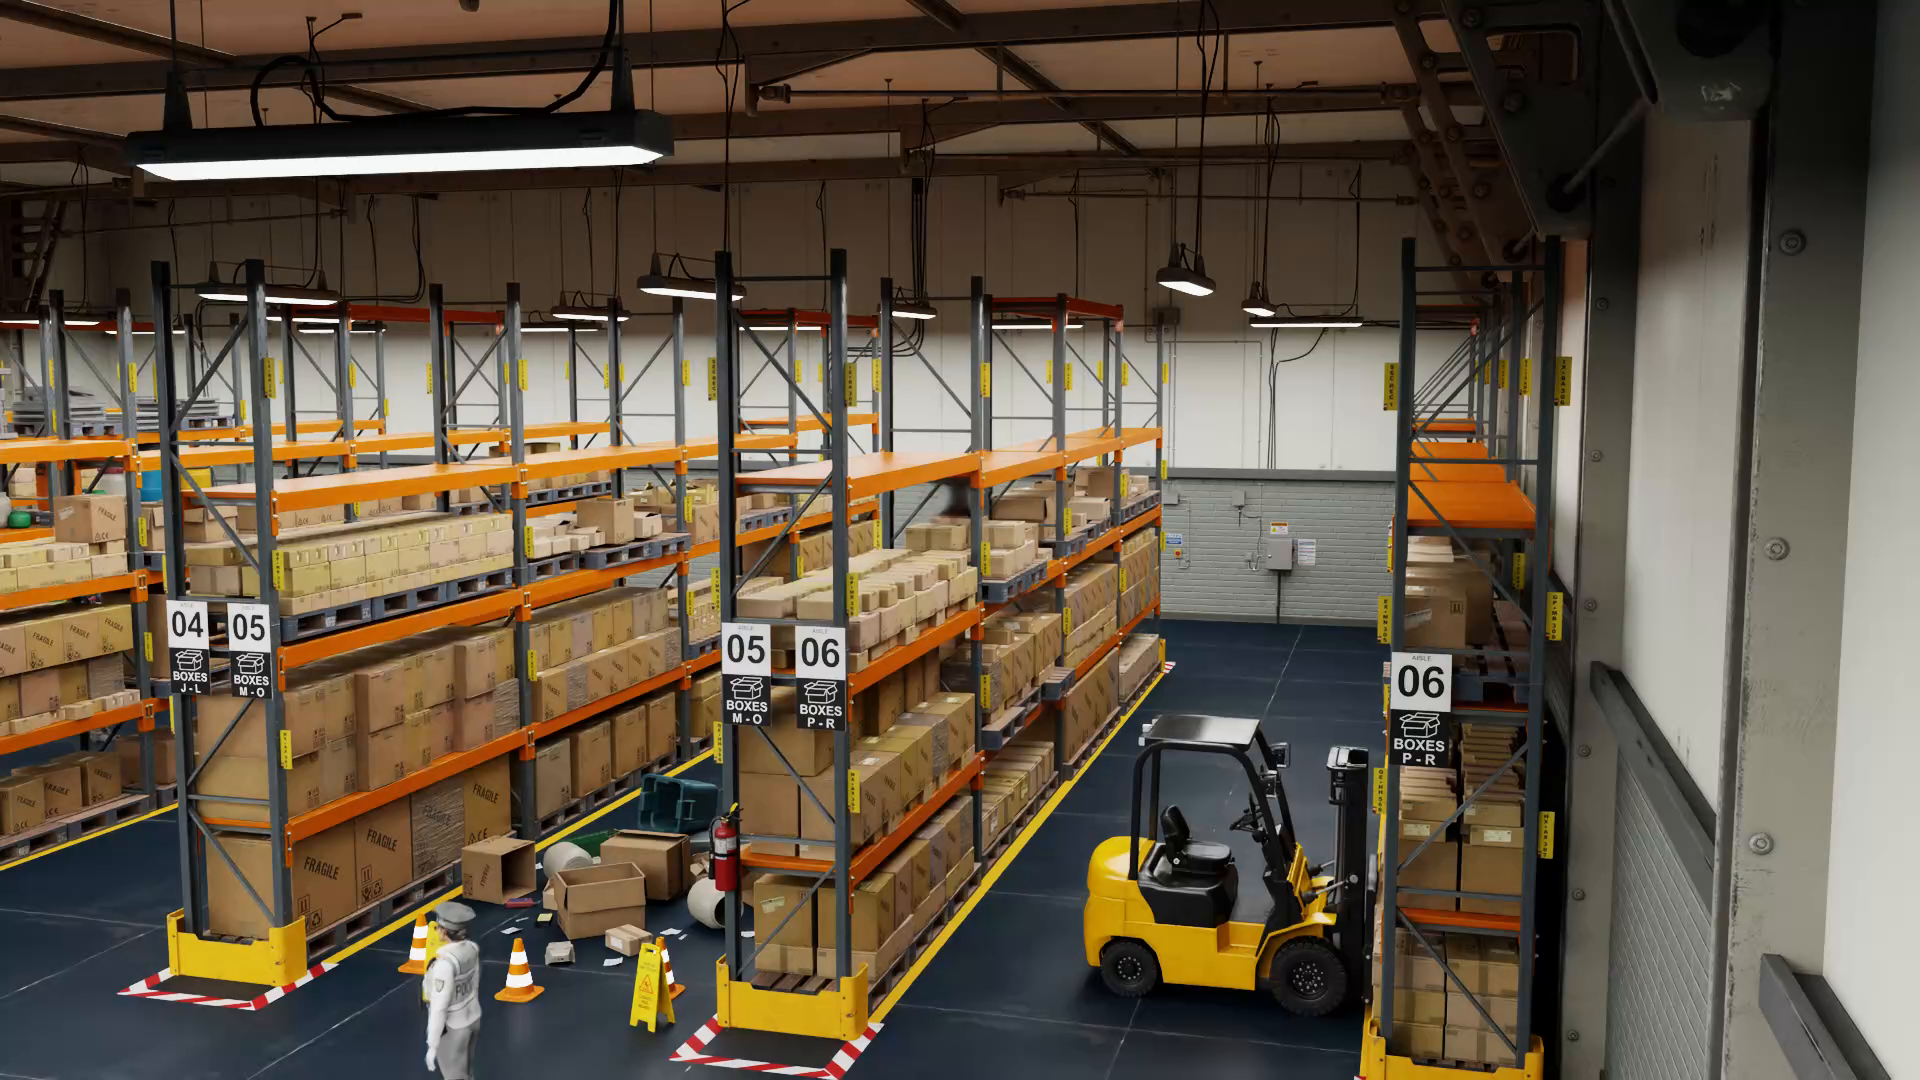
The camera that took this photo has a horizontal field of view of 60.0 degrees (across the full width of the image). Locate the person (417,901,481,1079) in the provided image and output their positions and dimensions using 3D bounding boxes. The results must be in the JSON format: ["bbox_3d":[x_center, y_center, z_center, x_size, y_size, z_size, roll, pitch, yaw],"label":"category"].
[{"bbox_3d":[-3.280,3.206,10.780,0.380,1.723,0.579,1,6,7],"label":"person"}]

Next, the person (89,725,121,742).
[{"bbox_3d":[-11.806,1.885,22.787,0.398,1.804,0.551,0,6,2],"label":"person"}]

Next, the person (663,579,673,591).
[{"bbox_3d":[-4.809,1.450,27.528,0.585,1.612,0.960,1,6,14],"label":"person"}]
